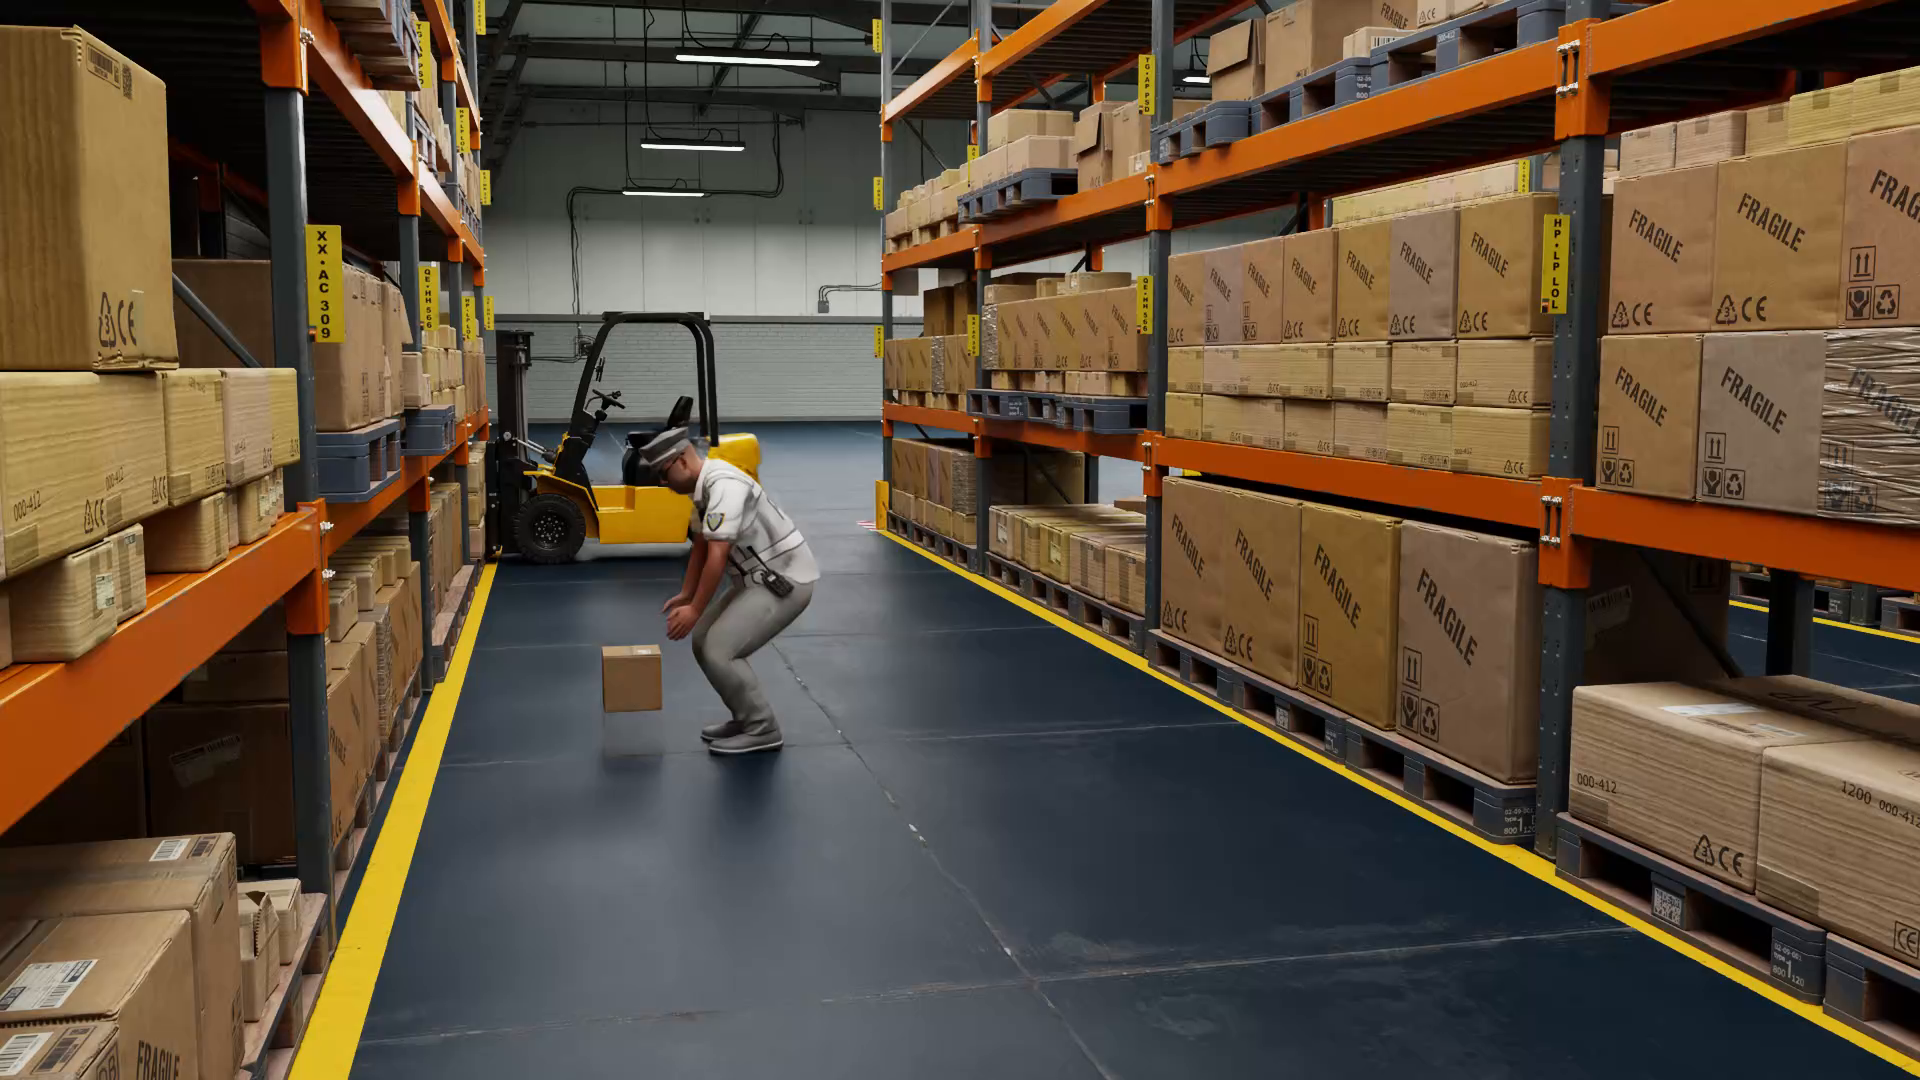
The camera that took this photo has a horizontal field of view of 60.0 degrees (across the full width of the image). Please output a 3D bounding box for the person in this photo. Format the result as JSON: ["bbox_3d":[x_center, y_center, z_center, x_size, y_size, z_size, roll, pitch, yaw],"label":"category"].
[{"bbox_3d":[-1.018,0.217,7.387,0.790,1.440,0.590,-1,6,-14],"label":"person"}]
